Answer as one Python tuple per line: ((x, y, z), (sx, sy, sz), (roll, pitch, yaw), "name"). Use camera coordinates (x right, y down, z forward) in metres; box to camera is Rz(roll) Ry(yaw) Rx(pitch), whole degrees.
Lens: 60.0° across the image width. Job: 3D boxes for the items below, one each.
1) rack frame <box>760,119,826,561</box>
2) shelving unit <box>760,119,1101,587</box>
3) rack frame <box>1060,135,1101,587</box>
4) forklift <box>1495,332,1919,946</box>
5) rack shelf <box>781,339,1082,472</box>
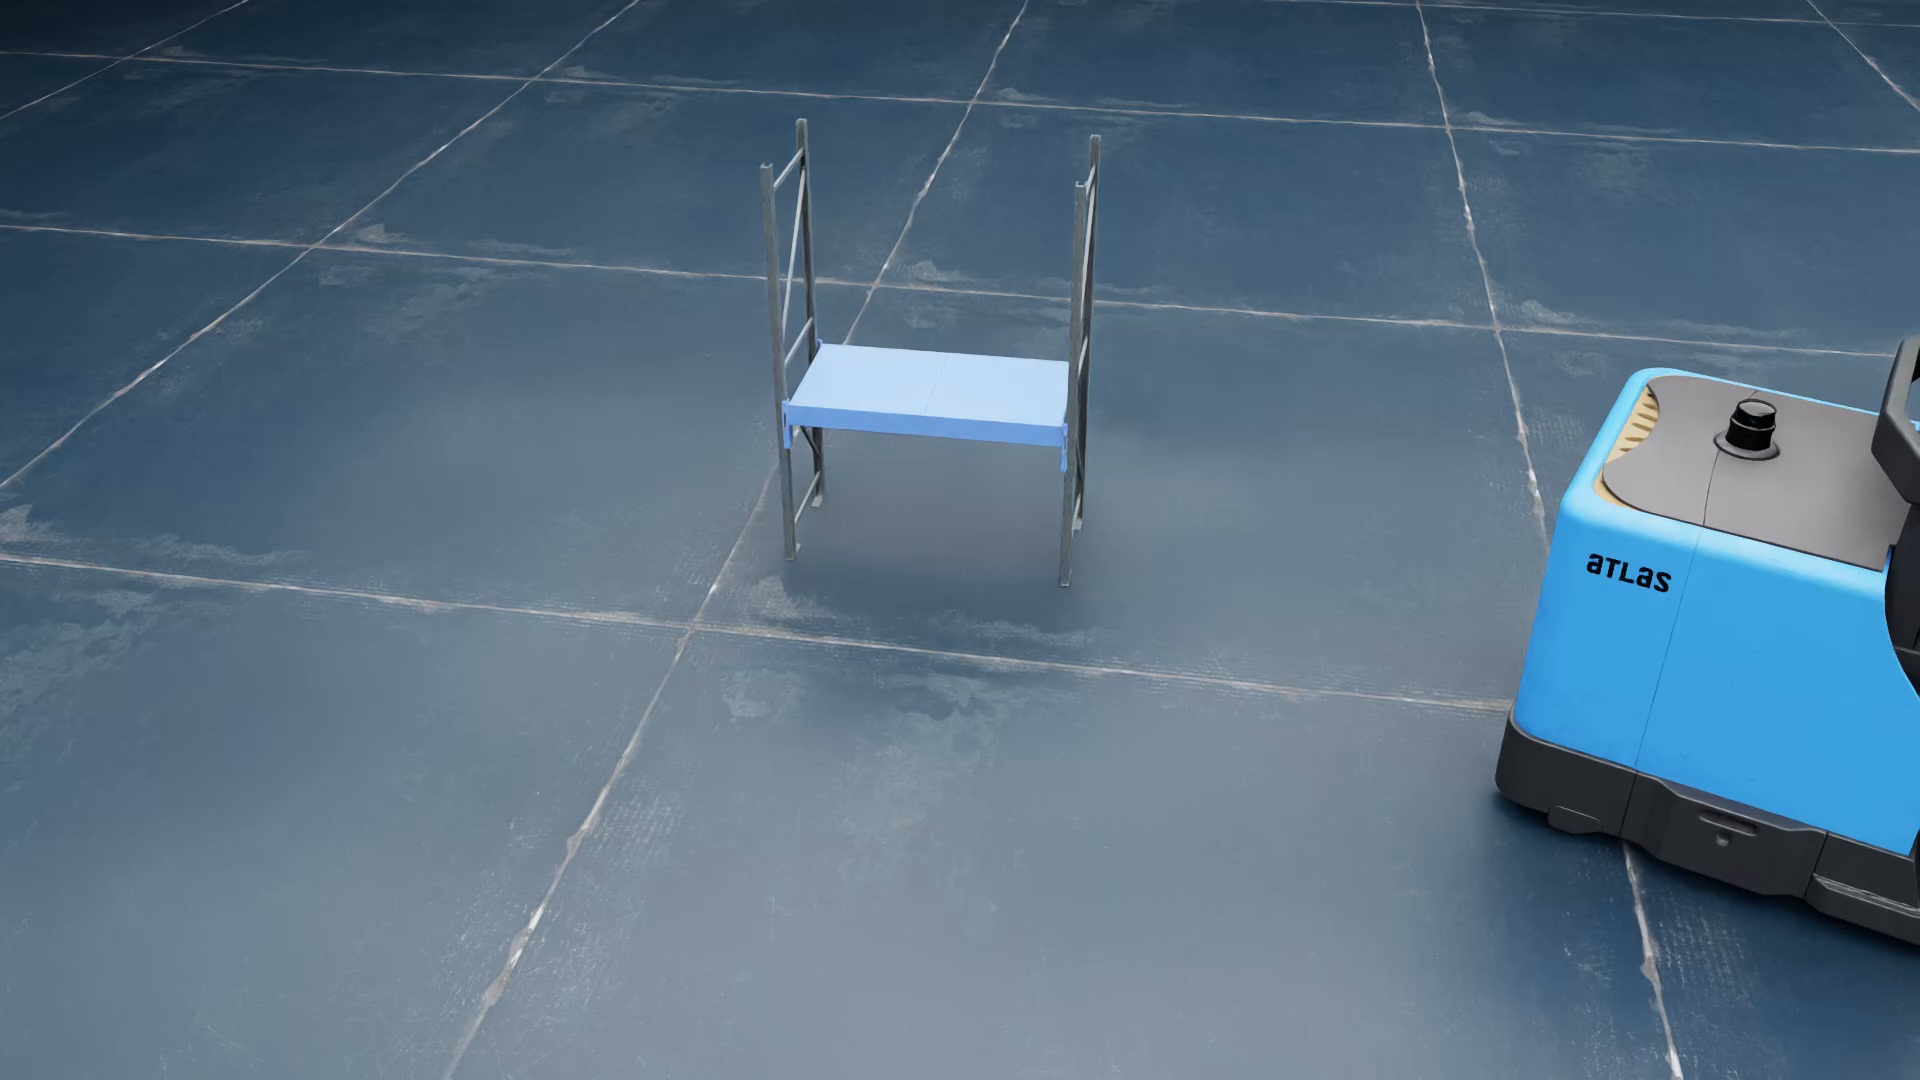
((-0.585, -0.689, 5.937), (0.032, 1.500, 0.500), (5, 32, 8), "rack frame")
((-0.084, -0.643, 5.864), (1.048, 1.500, 0.538), (5, 32, 8), "shelving unit")
((0.417, -0.598, 5.792), (0.032, 1.500, 0.500), (5, 32, 8), "rack frame")
((3.127, -0.264, 3.909), (3.031, 2.935, 1.130), (17, 36, 26), "forklift")
((-0.084, -0.491, 5.960), (1.000, 0.185, 0.538), (5, 32, 8), "rack shelf")
